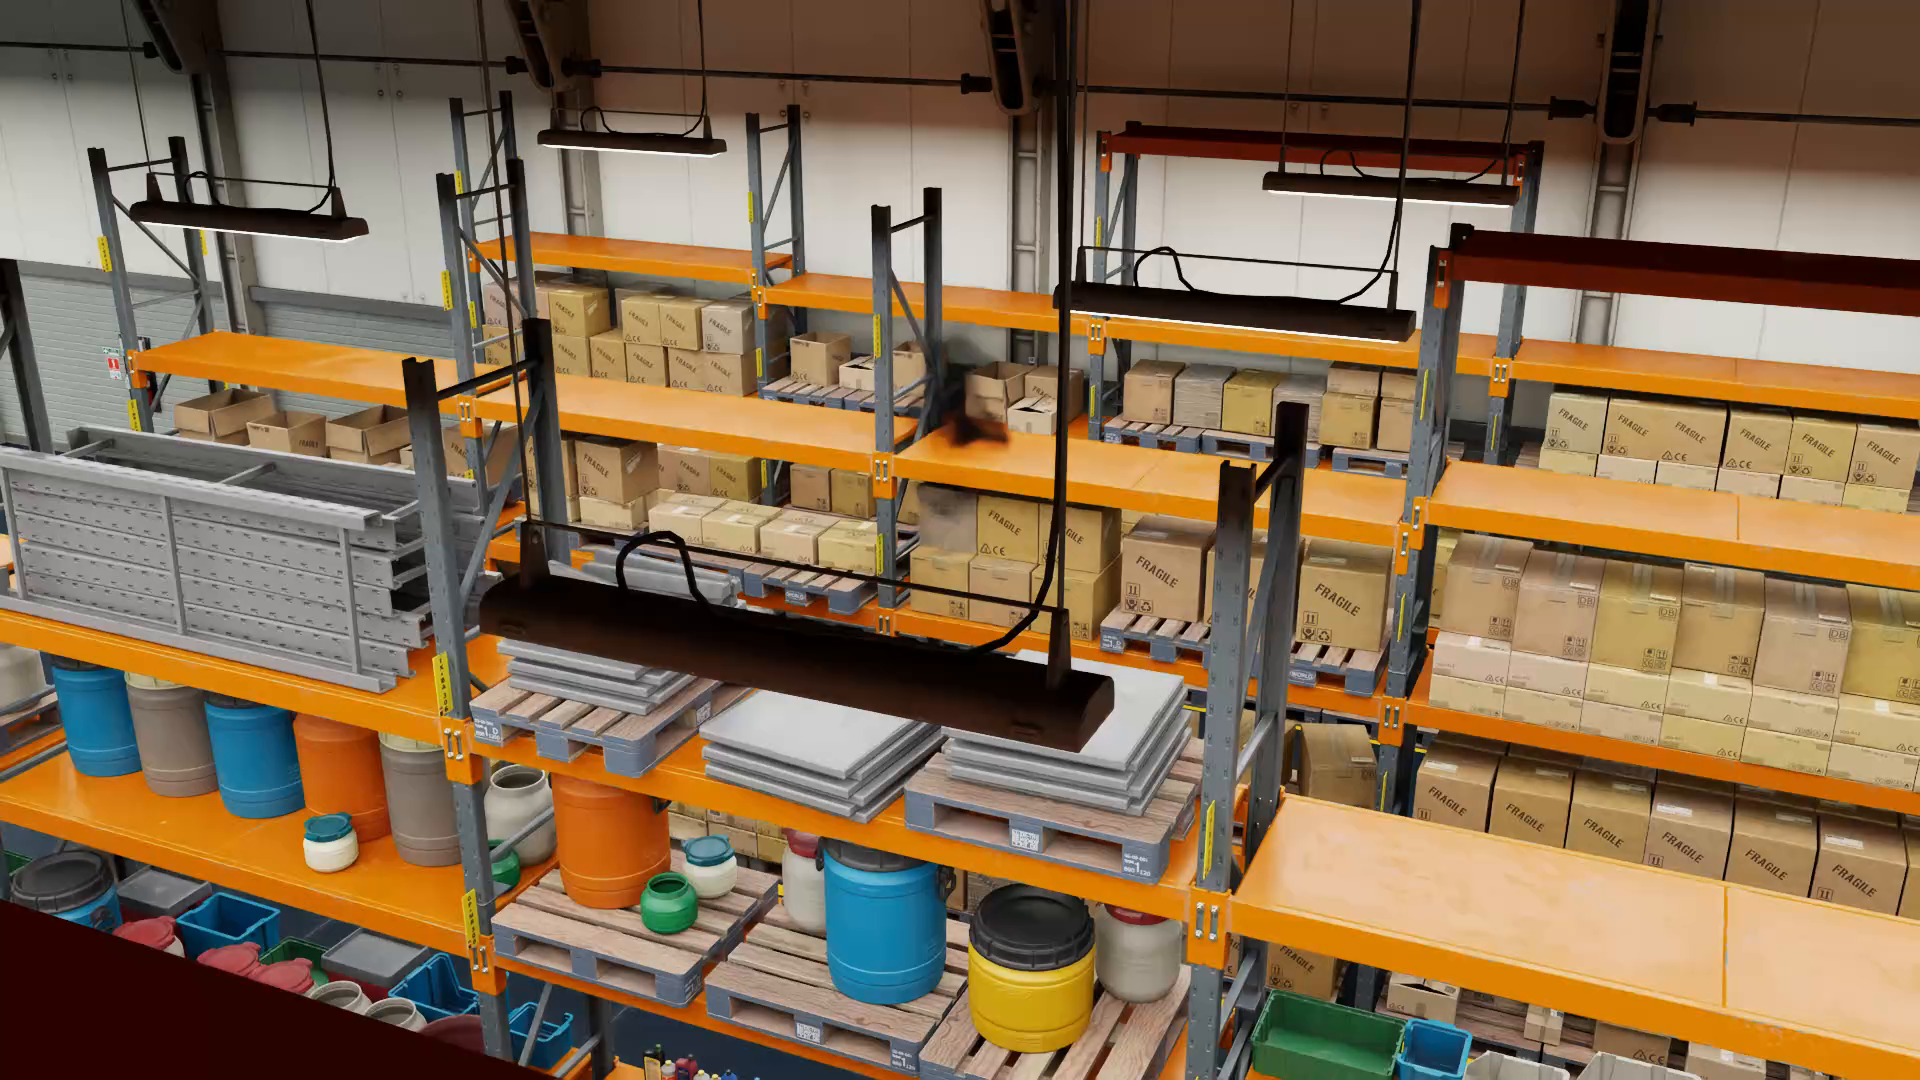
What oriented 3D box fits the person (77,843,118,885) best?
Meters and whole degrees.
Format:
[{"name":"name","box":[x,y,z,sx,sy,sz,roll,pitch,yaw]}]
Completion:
[{"name":"person","box":[-7.101,2.430,13.809,0.751,1.719,0.671,7,22,17]}]

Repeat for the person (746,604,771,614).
[{"name":"person","box":[-2.158,1.133,17.240,0.591,1.616,0.561,4,21,11]}]
